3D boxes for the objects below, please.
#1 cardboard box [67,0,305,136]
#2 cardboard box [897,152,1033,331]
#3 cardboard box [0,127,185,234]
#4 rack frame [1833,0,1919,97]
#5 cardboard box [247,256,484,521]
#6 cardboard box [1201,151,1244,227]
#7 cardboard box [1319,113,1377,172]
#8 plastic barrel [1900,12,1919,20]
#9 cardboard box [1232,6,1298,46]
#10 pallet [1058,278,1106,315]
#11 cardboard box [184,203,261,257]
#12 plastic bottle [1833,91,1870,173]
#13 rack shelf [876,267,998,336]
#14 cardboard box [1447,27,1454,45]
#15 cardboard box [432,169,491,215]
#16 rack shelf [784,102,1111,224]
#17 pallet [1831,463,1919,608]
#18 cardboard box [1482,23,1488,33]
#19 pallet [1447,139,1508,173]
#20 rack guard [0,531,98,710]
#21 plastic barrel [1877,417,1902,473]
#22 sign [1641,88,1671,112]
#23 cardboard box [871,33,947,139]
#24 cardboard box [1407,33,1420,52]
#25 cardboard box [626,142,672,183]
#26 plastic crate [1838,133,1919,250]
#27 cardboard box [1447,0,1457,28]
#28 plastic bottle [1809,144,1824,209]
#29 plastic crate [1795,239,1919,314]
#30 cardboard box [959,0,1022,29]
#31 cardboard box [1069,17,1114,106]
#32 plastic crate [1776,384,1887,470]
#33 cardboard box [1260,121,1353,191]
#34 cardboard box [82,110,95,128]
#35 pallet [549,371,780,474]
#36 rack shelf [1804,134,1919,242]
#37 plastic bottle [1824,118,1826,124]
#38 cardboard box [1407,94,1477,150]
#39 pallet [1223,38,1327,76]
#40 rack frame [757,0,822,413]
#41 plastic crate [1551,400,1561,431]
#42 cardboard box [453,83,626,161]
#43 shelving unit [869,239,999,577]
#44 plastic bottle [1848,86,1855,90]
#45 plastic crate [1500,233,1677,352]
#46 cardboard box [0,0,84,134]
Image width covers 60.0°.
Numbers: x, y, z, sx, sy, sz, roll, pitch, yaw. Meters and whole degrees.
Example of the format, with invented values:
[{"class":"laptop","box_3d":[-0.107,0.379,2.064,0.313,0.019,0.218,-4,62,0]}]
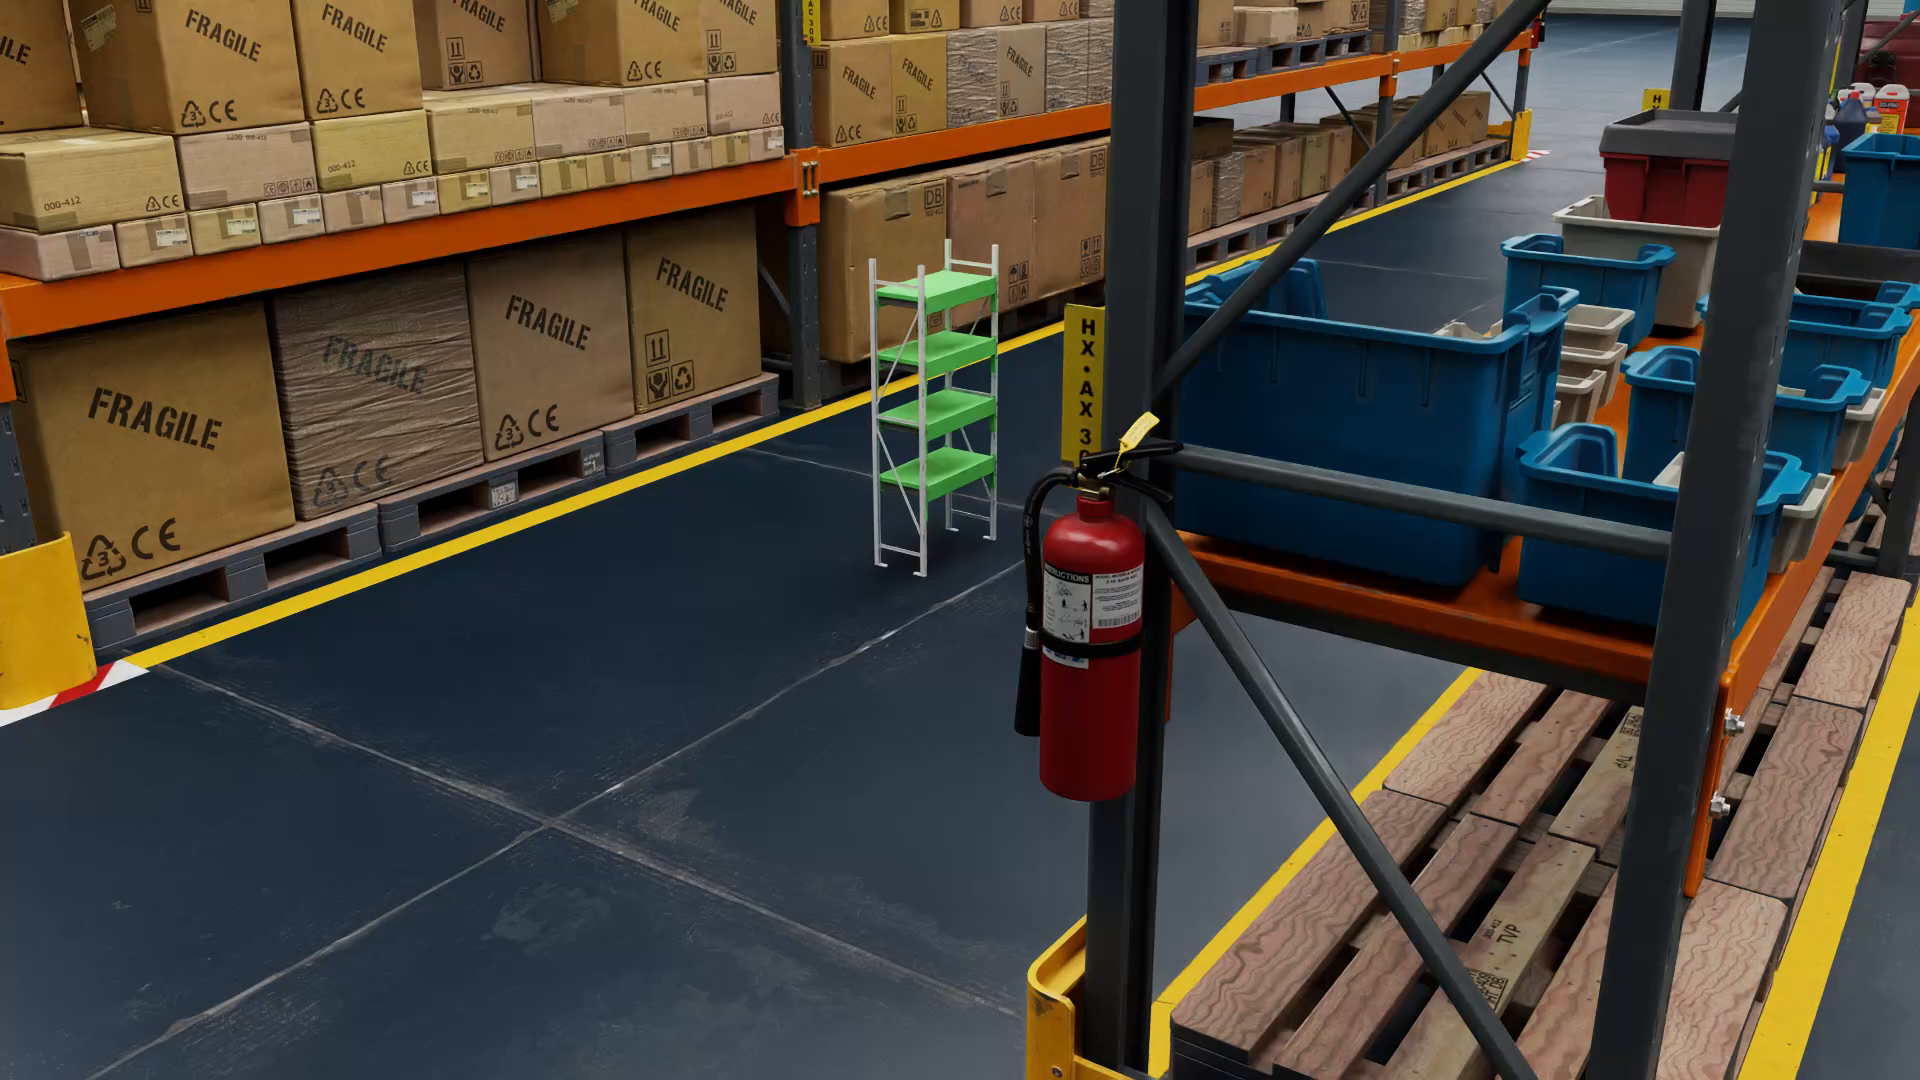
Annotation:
[{"class":"cardboard box","box_3d":[-2.638,-1.675,5.677,0.500,0.500,0.500,13,24,31]},{"class":"cardboard box","box_3d":[-0.319,-1.818,9.813,1.225,0.875,0.875,12,24,30]},{"class":"cardboard box","box_3d":[-2.919,-1.180,5.419,0.500,0.250,0.500,13,24,30]},{"class":"rack frame","box_3d":[5.181,-2.355,8.809,1.000,3.000,0.127,13,24,32]},{"class":"cardboard box","box_3d":[-2.607,-0.687,6.755,0.875,0.875,0.875,13,24,32]},{"class":"cardboard box","box_3d":[1.746,-2.713,12.744,0.700,0.500,0.500,11,23,27]},{"class":"cardboard box","box_3d":[3.591,-3.600,15.173,0.500,0.500,0.500,12,24,30]},{"class":"plastic barrel","box_3d":[6.055,-3.000,10.356,0.433,0.535,0.433,0,20,0]},{"class":"cardboard box","box_3d":[2.217,-3.884,12.552,0.500,0.250,0.500,12,24,30]},{"class":"pallet","box_3d":[0.579,-1.802,11.332,1.003,0.211,1.213,13,24,32]},{"class":"cardboard box","box_3d":[-2.653,-1.093,5.758,0.380,0.149,0.250,13,24,31]},{"class":"plastic bottle","box_3d":[3.999,-1.837,7.479,0.144,0.351,0.185,13,24,32]},{"class":"rack shelf","box_3d":[-0.093,-0.906,6.284,0.258,0.148,0.480,13,24,32]},{"class":"cardboard box","box_3d":[4.385,-4.718,15.557,0.380,0.149,0.250,13,24,32]},{"class":"cardboard box","box_3d":[-2.076,-1.387,6.553,0.380,0.149,0.250,13,24,30]},{"class":"rack shelf","box_3d":[-0.040,-2.410,9.993,1.077,0.370,4.000,13,24,32]},{"class":"pallet","box_3d":[3.401,-0.113,6.766,1.003,0.211,1.213,13,24,32]},{"class":"cardboard box","box_3d":[5.025,-5.091,16.566,0.380,0.149,0.250,13,24,32]},{"class":"pallet","box_3d":[5.053,-4.061,17.439,1.003,0.211,1.213,13,24,32]},{"class":"rack guard","box_3d":[-3.426,0.153,5.630,1.175,0.500,0.348,13,24,32]},{"class":"plastic barrel","box_3d":[3.650,-0.776,6.959,0.600,0.901,0.708,13,24,32]},{"class":"sign","box_3d":[2.479,-1.445,5.949,0.100,0.325,0.005,13,24,32]},{"class":"cardboard box","box_3d":[-0.417,-2.448,8.915,0.500,0.500,0.500,13,24,32]},{"class":"cardboard box","box_3d":[3.854,-4.423,14.761,0.380,0.149,0.250,13,24,32]},{"class":"cardboard box","box_3d":[-1.498,-1.683,7.353,0.380,0.149,0.250,14,24,33]},{"class":"plastic crate","box_3d":[2.952,-1.028,5.156,0.392,0.384,0.575,13,24,32]},{"class":"cardboard box","box_3d":[4.145,-5.072,15.580,0.875,0.500,0.500,13,24,32]},{"class":"plastic bottle","box_3d":[3.298,-1.484,6.524,0.144,0.351,0.185,13,24,32]},{"class":"plastic crate","box_3d":[2.525,-0.733,4.733,0.437,0.125,0.590,13,24,32]},{"class":"cardboard box","box_3d":[-0.080,-3.252,9.642,0.797,0.503,0.637,14,25,34]},{"class":"cardboard box","box_3d":[0.727,-3.036,10.505,0.500,0.500,0.500,13,24,31]},{"class":"plastic crate","box_3d":[1.725,-0.242,3.388,0.250,0.136,0.298,13,24,32]},{"class":"cardboard box","box_3d":[2.970,-3.331,14.415,0.700,0.500,0.500,11,23,28]},{"class":"cardboard box","box_3d":[-3.074,-1.431,6.098,0.500,0.250,0.500,13,24,31]},{"class":"pallet","box_3d":[-1.656,-0.663,8.252,1.003,0.211,1.213,13,24,32]},{"class":"rack shelf","box_3d":[4.057,-1.444,7.382,1.077,0.370,4.000,13,24,32]},{"class":"plastic bottle","box_3d":[3.798,-1.828,7.454,0.144,0.351,0.185,13,24,32]},{"class":"cardboard box","box_3d":[4.909,-4.287,17.029,0.500,0.500,0.500,-17,26,-38]},{"class":"pallet","box_3d":[2.164,-3.807,13.010,1.003,0.211,1.213,13,24,32]},{"class":"rack frame","box_3d":[-1.164,-2.174,8.317,1.000,3.000,0.127,13,24,32]},{"class":"plastic crate","box_3d":[0.993,-0.234,3.366,0.396,0.136,0.243,13,24,32]},{"class":"cardboard box","box_3d":[-1.771,-1.769,7.012,0.500,0.250,0.500,14,24,33]},{"class":"shelving unit","box_3d":[-0.093,-0.515,6.428,0.258,1.200,0.503,13,24,32]},{"class":"plastic bottle","box_3d":[4.583,-2.206,8.590,0.097,0.271,0.097,0,20,0]},{"class":"plastic crate","box_3d":[1.626,-0.649,4.350,0.416,0.233,0.300,13,24,32]},{"class":"cardboard box","box_3d":[-3.356,-1.638,5.575,0.500,0.500,0.500,14,24,32]}]
